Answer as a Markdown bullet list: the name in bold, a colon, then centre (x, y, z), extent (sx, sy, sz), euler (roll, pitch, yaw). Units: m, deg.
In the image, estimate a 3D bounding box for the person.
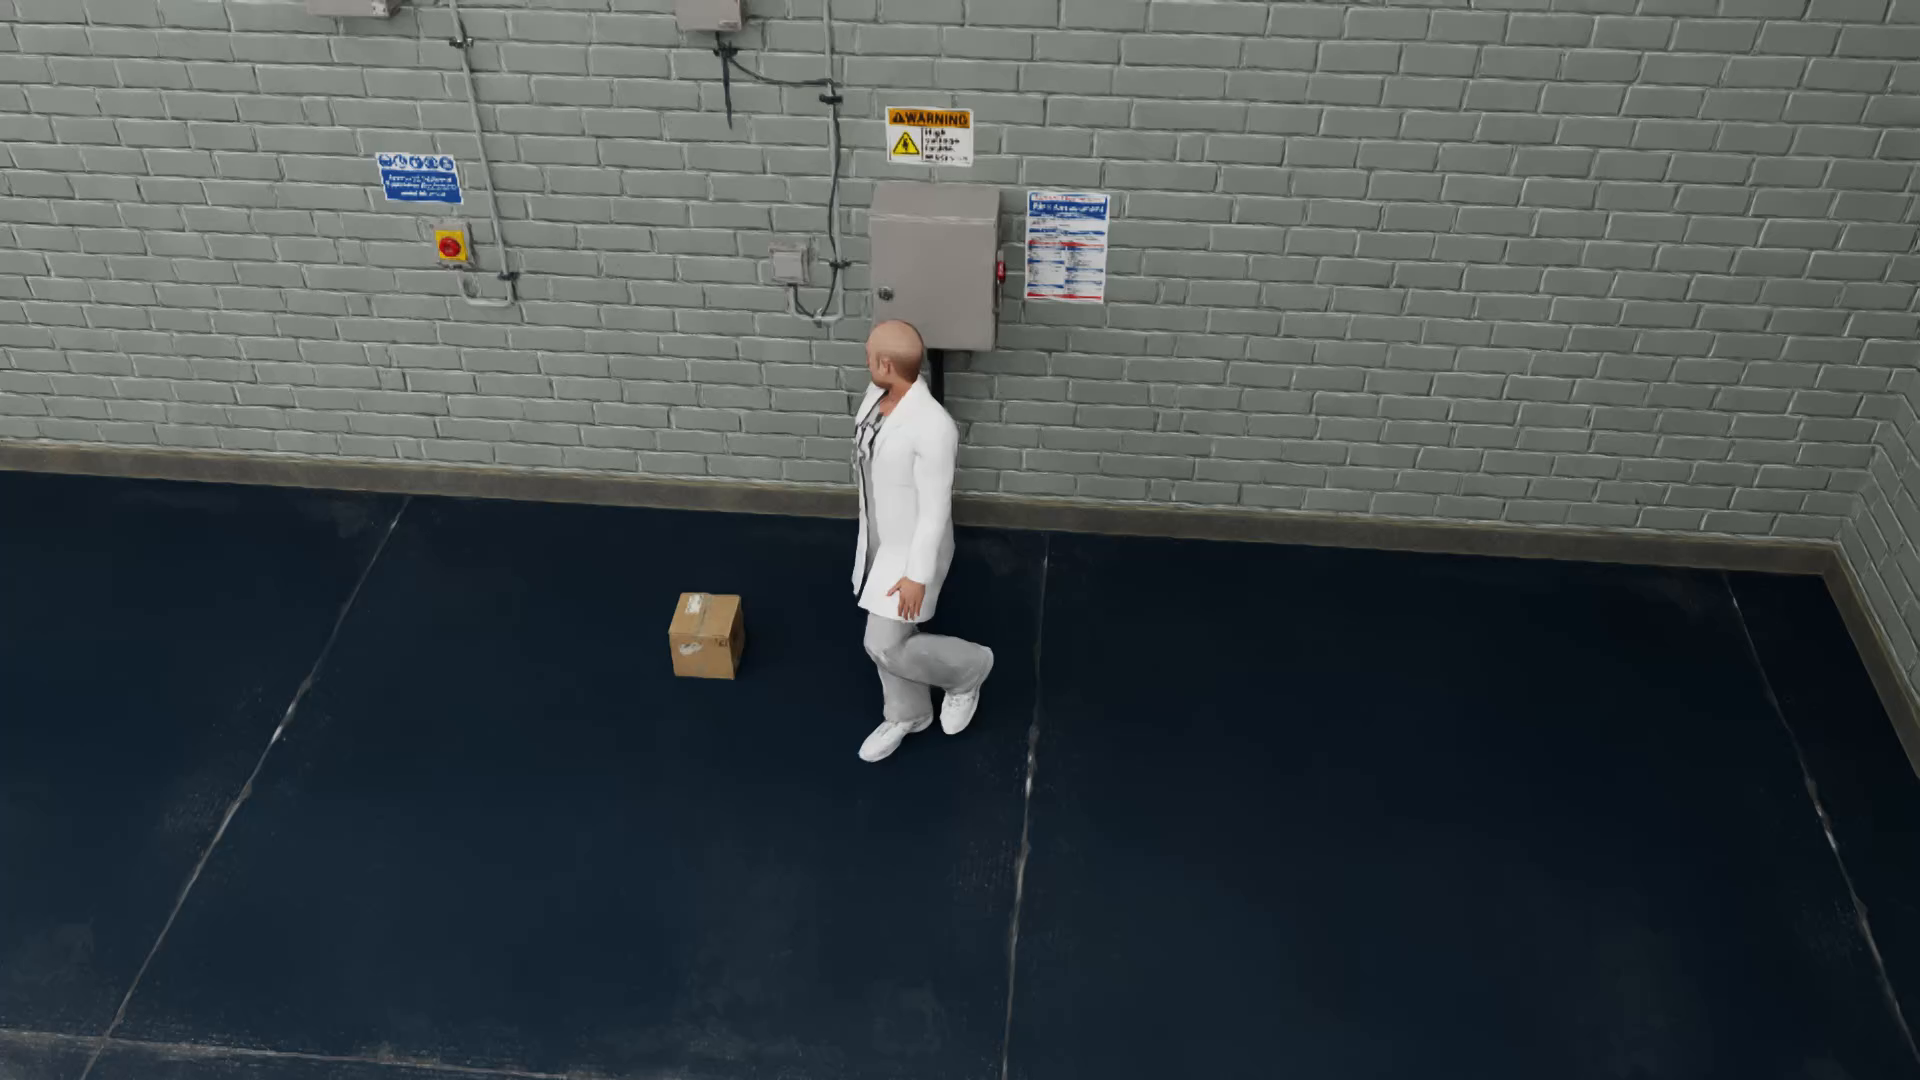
- **person**: centre (-0.216, 0.008, 6.172), extent (0.595, 1.764, 0.652), euler (-20, 44, -23)
